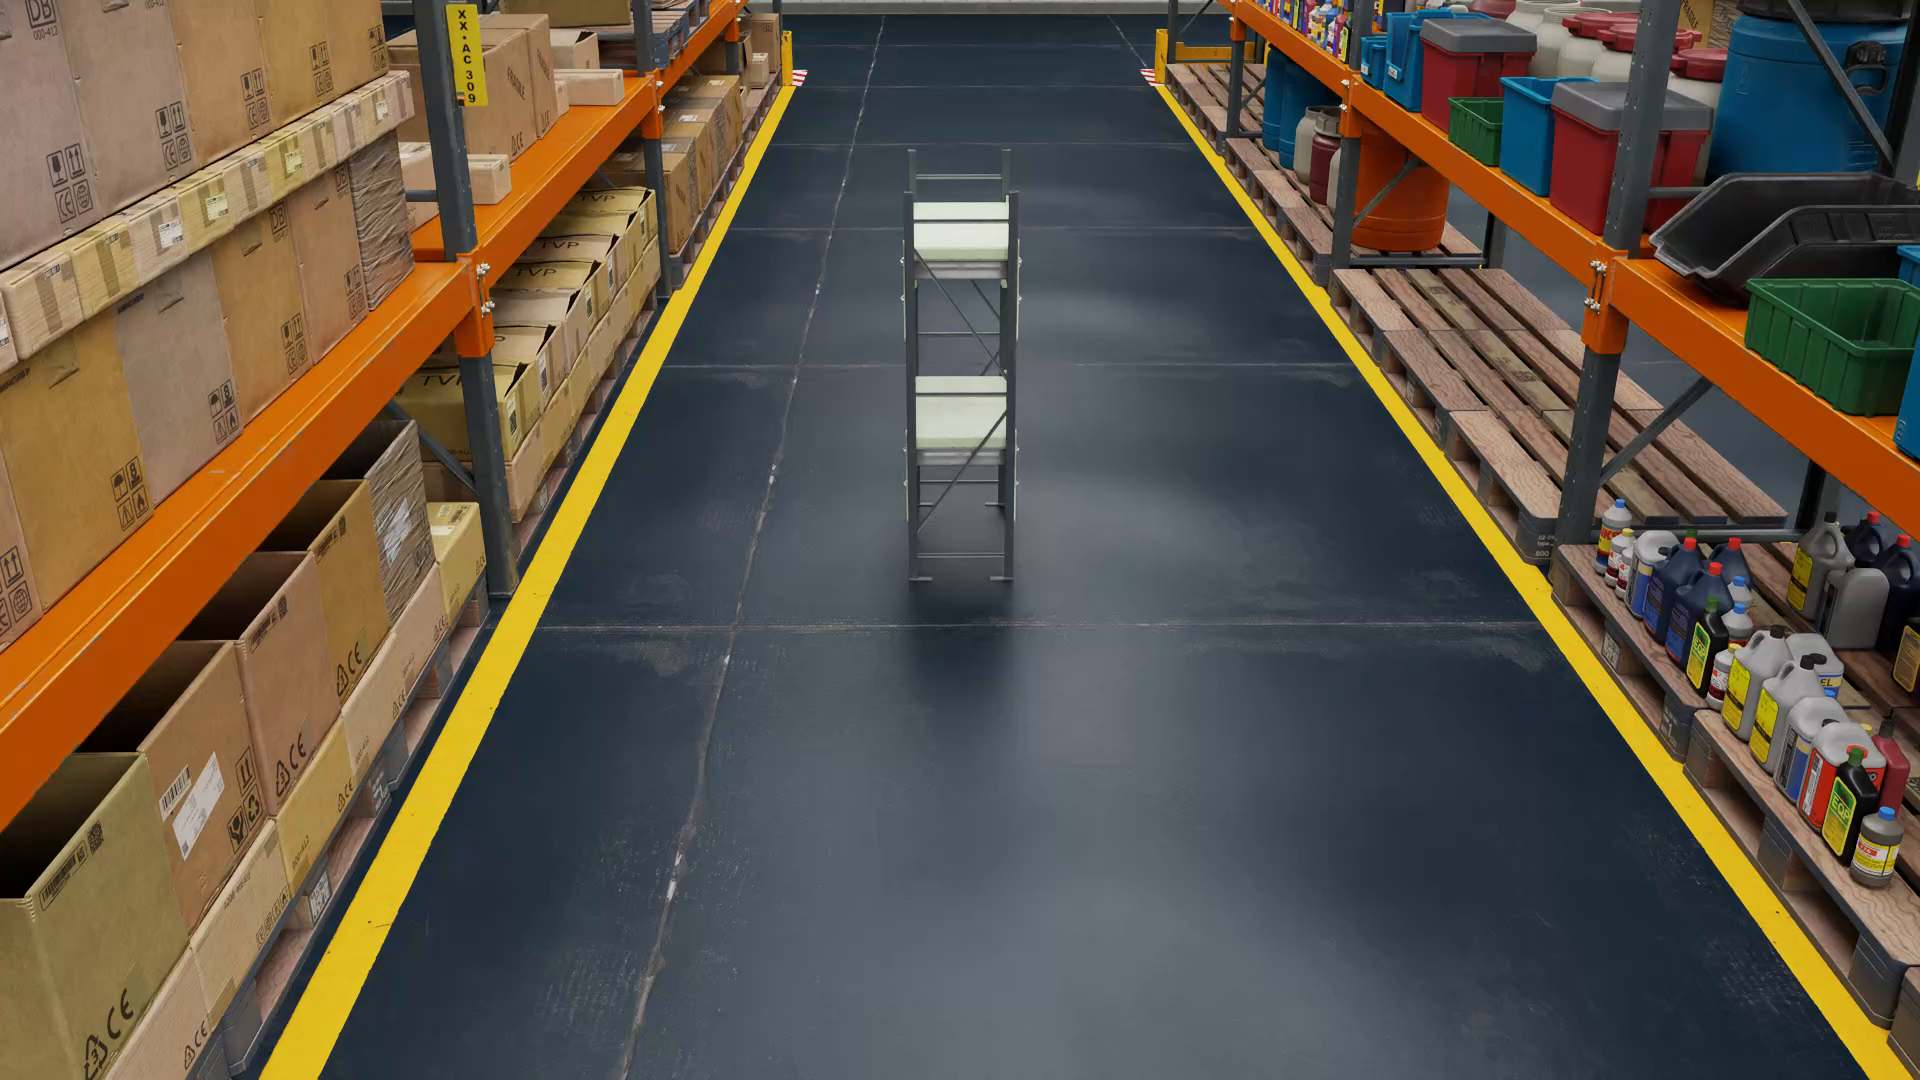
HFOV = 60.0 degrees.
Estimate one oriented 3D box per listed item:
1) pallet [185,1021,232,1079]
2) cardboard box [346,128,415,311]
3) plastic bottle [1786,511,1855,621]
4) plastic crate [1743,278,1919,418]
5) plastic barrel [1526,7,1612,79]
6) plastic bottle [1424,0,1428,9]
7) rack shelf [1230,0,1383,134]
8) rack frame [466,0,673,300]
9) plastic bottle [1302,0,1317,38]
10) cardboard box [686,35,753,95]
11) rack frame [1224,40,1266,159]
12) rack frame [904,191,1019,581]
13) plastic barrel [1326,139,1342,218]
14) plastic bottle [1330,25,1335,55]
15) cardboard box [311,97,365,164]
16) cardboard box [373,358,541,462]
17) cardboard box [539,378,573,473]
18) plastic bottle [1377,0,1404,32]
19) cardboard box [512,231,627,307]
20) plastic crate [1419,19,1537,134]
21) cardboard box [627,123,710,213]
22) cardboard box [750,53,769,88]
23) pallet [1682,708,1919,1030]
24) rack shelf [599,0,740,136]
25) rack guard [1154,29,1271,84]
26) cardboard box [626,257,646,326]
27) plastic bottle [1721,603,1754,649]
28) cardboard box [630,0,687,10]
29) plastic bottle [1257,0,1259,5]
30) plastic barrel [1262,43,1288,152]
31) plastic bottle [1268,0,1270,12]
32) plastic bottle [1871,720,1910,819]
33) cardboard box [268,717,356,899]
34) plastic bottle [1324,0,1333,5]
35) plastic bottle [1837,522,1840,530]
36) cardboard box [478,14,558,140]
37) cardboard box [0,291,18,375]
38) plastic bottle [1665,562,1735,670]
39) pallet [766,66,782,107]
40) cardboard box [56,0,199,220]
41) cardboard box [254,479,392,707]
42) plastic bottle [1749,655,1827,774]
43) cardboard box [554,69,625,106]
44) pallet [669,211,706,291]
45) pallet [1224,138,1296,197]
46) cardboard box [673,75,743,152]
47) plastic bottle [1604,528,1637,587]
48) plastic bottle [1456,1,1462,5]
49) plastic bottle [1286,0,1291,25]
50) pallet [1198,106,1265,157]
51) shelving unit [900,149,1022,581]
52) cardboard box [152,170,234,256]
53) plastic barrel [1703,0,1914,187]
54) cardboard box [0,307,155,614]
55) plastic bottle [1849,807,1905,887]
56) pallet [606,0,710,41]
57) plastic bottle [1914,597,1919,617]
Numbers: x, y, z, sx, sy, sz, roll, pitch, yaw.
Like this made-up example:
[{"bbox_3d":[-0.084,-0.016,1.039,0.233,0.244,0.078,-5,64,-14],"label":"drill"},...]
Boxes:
[{"bbox_3d":[-2.195,1.433,3.325,1.003,0.211,1.213,0,24,-1],"label":"pallet"},{"bbox_3d":[-2.177,-1.034,5.274,0.700,0.500,0.500,-1,24,-2],"label":"cardboard box"},{"bbox_3d":[2.916,0.080,5.614,0.144,0.351,0.185,0,24,-1],"label":"plastic bottle"},{"bbox_3d":[2.497,-0.534,4.549,0.450,0.188,0.662,0,24,-1],"label":"plastic crate"},{"bbox_3d":[2.951,-2.294,8.047,0.421,0.512,0.421,0,24,0],"label":"plastic barrel"},{"bbox_3d":[3.073,-3.443,10.864,0.061,0.283,0.133,0,24,-1],"label":"plastic bottle"},{"bbox_3d":[2.699,-3.336,11.359,1.077,0.370,4.000,0,24,-1],"label":"rack shelf"},{"bbox_3d":[-2.232,-2.819,9.343,1.000,3.000,0.127,0,24,-1],"label":"rack frame"},{"bbox_3d":[2.278,-3.422,10.818,0.061,0.283,0.133,0,24,-1],"label":"plastic bottle"},{"bbox_3d":[-2.301,-4.304,15.123,0.797,0.503,0.637,0,24,-1],"label":"cardboard box"},{"bbox_3d":[2.678,-4.488,13.033,1.000,3.000,0.127,0,24,-1],"label":"rack frame"},{"bbox_3d":[0.004,-0.530,6.101,0.400,1.500,0.023,0,24,-1],"label":"rack frame"},{"bbox_3d":[2.603,-2.331,10.774,0.421,0.512,0.421,0,24,0],"label":"plastic barrel"},{"bbox_3d":[2.305,-3.057,10.110,0.097,0.201,0.097,0,24,0],"label":"plastic bottle"},{"bbox_3d":[-1.965,-1.191,4.835,0.380,0.149,0.250,-1,24,-2],"label":"cardboard box"},{"bbox_3d":[-1.944,-0.536,6.442,0.500,0.311,0.500,0,24,0],"label":"cardboard box"},{"bbox_3d":[-1.949,-0.487,7.014,0.500,0.250,0.500,0,24,1],"label":"cardboard box"},{"bbox_3d":[2.876,-3.578,11.081,0.144,0.351,0.185,0,24,-1],"label":"plastic bottle"},{"bbox_3d":[-1.965,-1.376,8.299,0.500,0.311,0.500,0,24,-1],"label":"cardboard box"},{"bbox_3d":[2.433,-2.202,7.900,0.402,0.464,0.583,0,24,-1],"label":"plastic crate"},{"bbox_3d":[-1.963,-2.492,11.119,0.500,0.500,0.500,-1,24,-1],"label":"cardboard box"},{"bbox_3d":[-2.086,-4.449,15.749,0.500,0.250,0.500,0,24,-1],"label":"cardboard box"},{"bbox_3d":[2.747,0.860,4.592,1.003,0.211,1.213,0,24,-1],"label":"pallet"},{"bbox_3d":[-2.254,-3.315,11.313,1.077,0.370,4.000,0,24,-1],"label":"rack shelf"},{"bbox_3d":[2.621,-5.007,17.214,1.175,0.500,0.348,0,24,-1],"label":"rack guard"},{"bbox_3d":[-1.973,-1.329,8.877,0.500,0.250,0.500,-1,24,-1],"label":"cardboard box"},{"bbox_3d":[2.400,0.324,5.171,0.097,0.271,0.097,0,24,0],"label":"plastic bottle"},{"bbox_3d":[-2.170,-3.693,10.644,0.700,0.500,0.500,4,25,9],"label":"cardboard box"},{"bbox_3d":[2.277,-4.134,12.406,0.097,0.271,0.097,0,24,0],"label":"plastic bottle"},{"bbox_3d":[2.667,-3.499,12.883,0.600,0.901,0.708,0,24,-1],"label":"plastic barrel"},{"bbox_3d":[2.282,-3.926,12.032,0.097,0.201,0.097,0,24,0],"label":"plastic bottle"},{"bbox_3d":[2.481,0.634,4.470,0.061,0.283,0.133,0,24,-1],"label":"plastic bottle"},{"bbox_3d":[-1.943,0.699,4.392,0.500,0.250,0.500,0,24,-1],"label":"cardboard box"},{"bbox_3d":[2.420,-3.499,10.988,0.061,0.283,0.133,0,24,-1],"label":"plastic bottle"},{"bbox_3d":[3.081,0.031,5.903,0.097,0.201,0.097,0,24,0],"label":"plastic bottle"},{"bbox_3d":[-2.197,-2.173,7.794,0.500,0.500,0.500,-2,24,-3],"label":"cardboard box"},{"bbox_3d":[-1.941,-0.342,2.957,0.380,0.149,0.250,-1,24,-1],"label":"cardboard box"},{"bbox_3d":[2.361,0.227,5.288,0.144,0.351,0.185,-1,24,-3],"label":"plastic bottle"},{"bbox_3d":[-2.309,-4.485,16.411,1.003,0.211,1.213,0,24,-1],"label":"pallet"},{"bbox_3d":[-2.161,-1.004,3.635,0.700,0.500,0.500,0,24,-1],"label":"cardboard box"},{"bbox_3d":[-1.962,0.151,4.693,0.500,0.500,0.500,0,24,-1],"label":"cardboard box"},{"bbox_3d":[2.368,0.479,4.731,0.144,0.351,0.185,1,24,2],"label":"plastic bottle"},{"bbox_3d":[-1.946,-2.335,8.578,0.380,0.149,0.250,0,24,-1],"label":"cardboard box"},{"bbox_3d":[-2.202,-1.856,10.598,1.003,0.211,1.213,0,24,-1],"label":"pallet"},{"bbox_3d":[2.644,-2.899,12.904,1.003,0.211,1.213,0,24,-1],"label":"pallet"},{"bbox_3d":[-1.983,-3.327,12.965,0.500,0.500,0.500,0,24,-1],"label":"cardboard box"},{"bbox_3d":[2.331,0.058,5.843,0.097,0.201,0.097,0,24,0],"label":"plastic bottle"},{"bbox_3d":[3.079,-3.212,10.354,0.061,0.283,0.133,0,24,-1],"label":"plastic bottle"},{"bbox_3d":[2.289,-3.672,11.385,0.097,0.271,0.097,0,24,0],"label":"plastic bottle"},{"bbox_3d":[2.631,-3.520,14.277,1.003,0.211,1.213,0,24,-1],"label":"pallet"},{"bbox_3d":[0.000,-0.681,6.435,0.431,1.500,0.755,0,24,-1],"label":"shelving unit"},{"bbox_3d":[-1.953,-0.768,3.900,0.380,0.149,0.250,1,24,1],"label":"cardboard box"},{"bbox_3d":[3.064,-1.580,5.996,0.600,0.901,0.708,0,24,-1],"label":"plastic barrel"},{"bbox_3d":[-2.147,-0.181,3.390,0.700,0.500,0.500,0,24,0],"label":"cardboard box"},{"bbox_3d":[2.350,0.777,4.255,0.097,0.201,0.097,0,24,0],"label":"plastic bottle"},{"bbox_3d":[-2.258,-3.533,11.154,1.003,0.211,1.213,0,24,-1],"label":"pallet"},{"bbox_3d":[3.106,0.256,5.307,0.061,0.283,0.133,1,24,3],"label":"plastic bottle"}]
